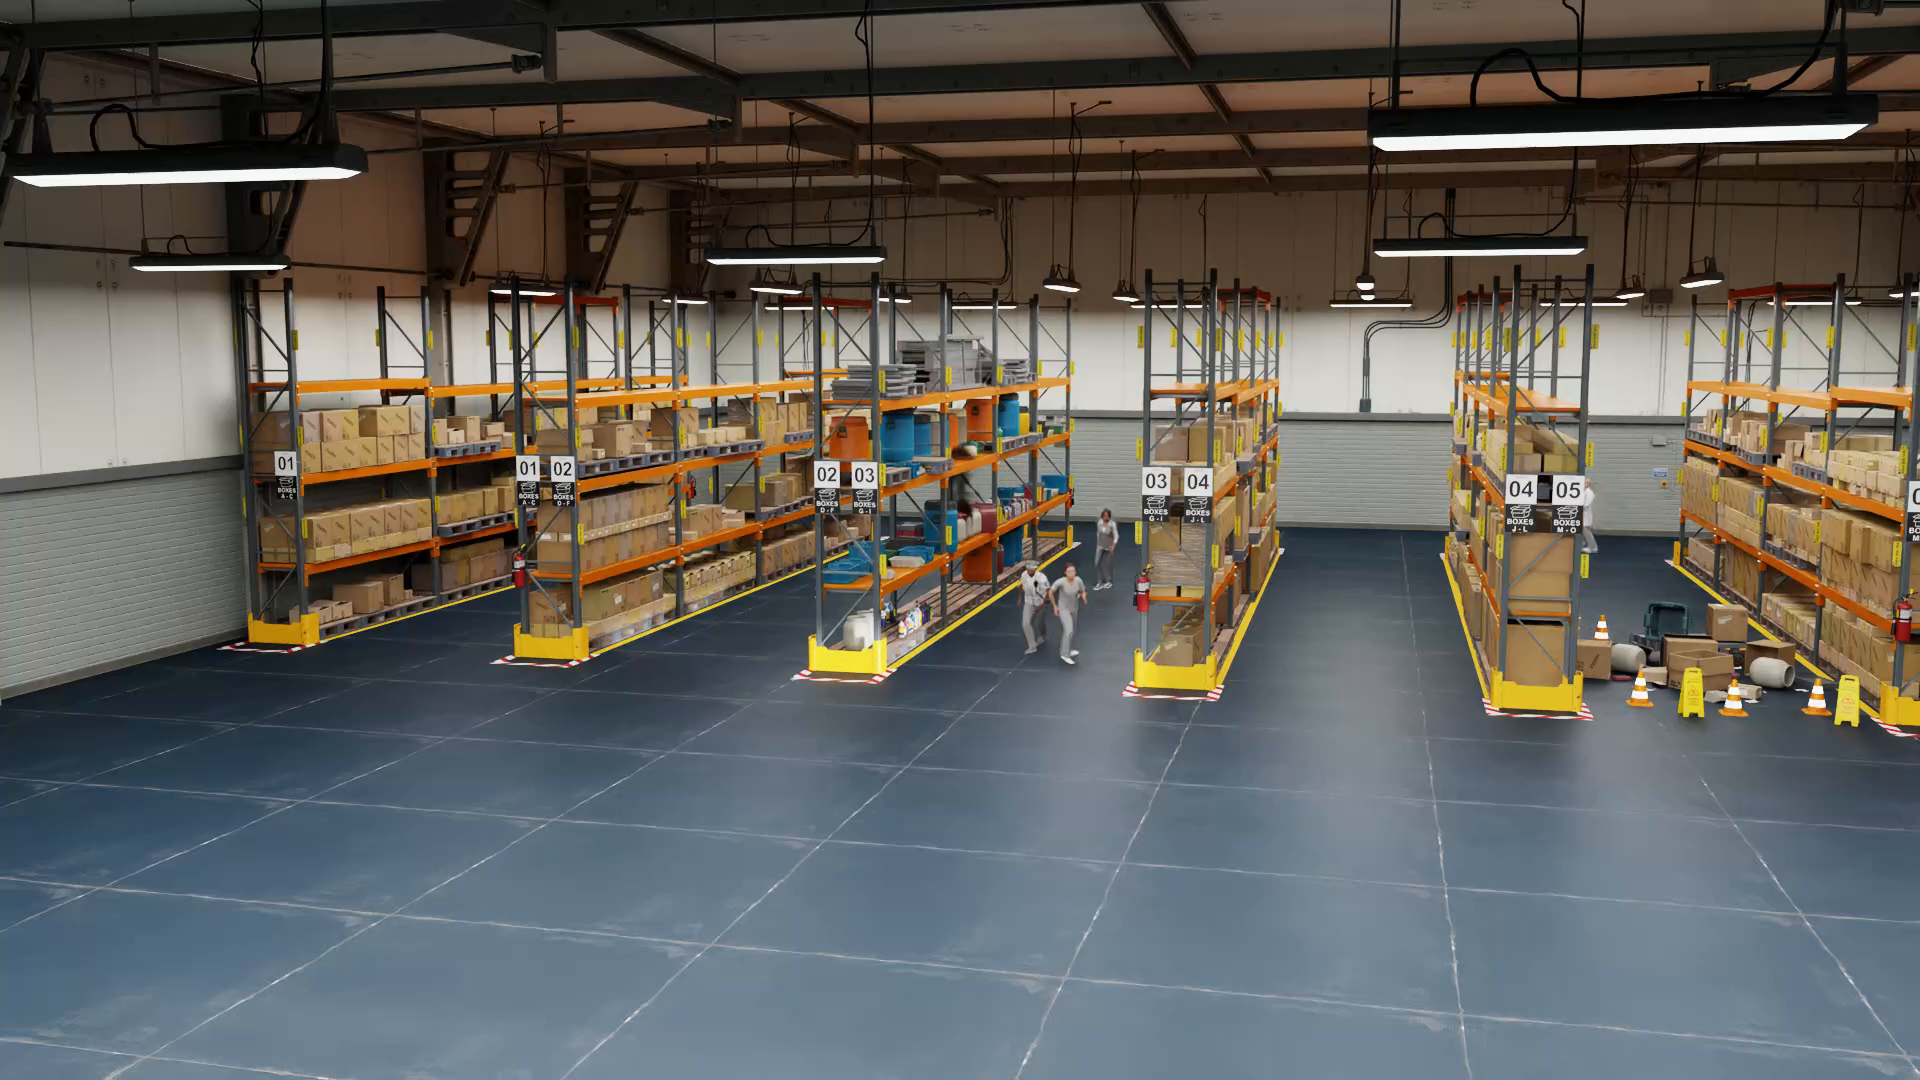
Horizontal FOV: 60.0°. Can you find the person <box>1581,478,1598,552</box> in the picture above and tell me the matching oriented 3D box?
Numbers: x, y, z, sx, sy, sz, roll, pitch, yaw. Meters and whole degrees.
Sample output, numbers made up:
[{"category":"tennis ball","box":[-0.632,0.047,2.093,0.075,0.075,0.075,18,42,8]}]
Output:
[{"category":"person","box":[14.663,-0.567,39.160,0.761,1.791,0.682,-1,7,-6]}]

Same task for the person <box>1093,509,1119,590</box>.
[{"category":"person","box":[2.776,0.182,31.522,0.528,1.529,0.725,3,7,24]}]

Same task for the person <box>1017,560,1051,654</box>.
[{"category":"person","box":[1.249,1.029,26.883,0.580,1.518,1.029,3,7,22]}]

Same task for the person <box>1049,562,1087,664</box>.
[{"category":"person","box":[1.722,1.120,26.052,0.647,1.603,0.837,-5,8,-33]}]
